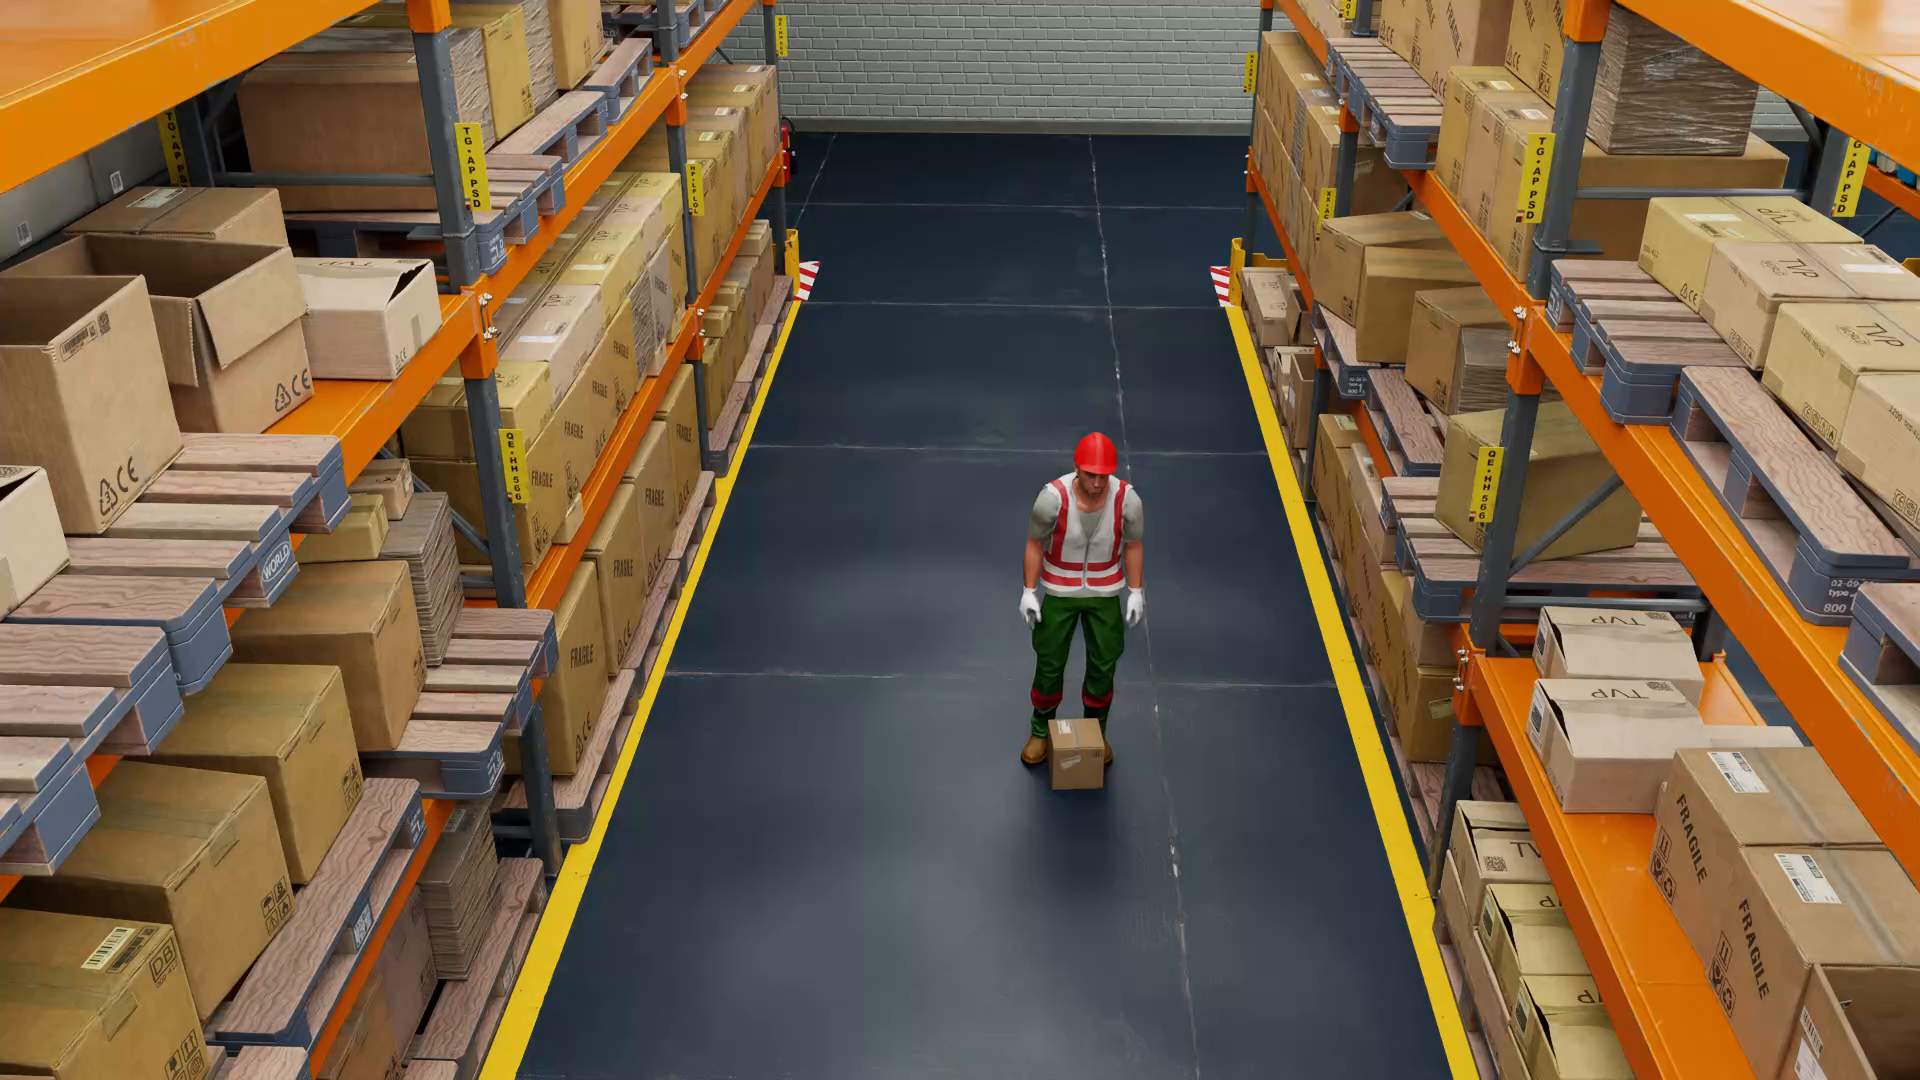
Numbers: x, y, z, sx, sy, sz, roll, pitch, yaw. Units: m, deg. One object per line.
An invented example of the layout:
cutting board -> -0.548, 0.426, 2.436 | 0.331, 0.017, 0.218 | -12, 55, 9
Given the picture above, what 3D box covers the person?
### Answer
person -> 0.595, 0.279, 8.075 | 0.613, 1.778, 0.452 | -1, 28, -1
